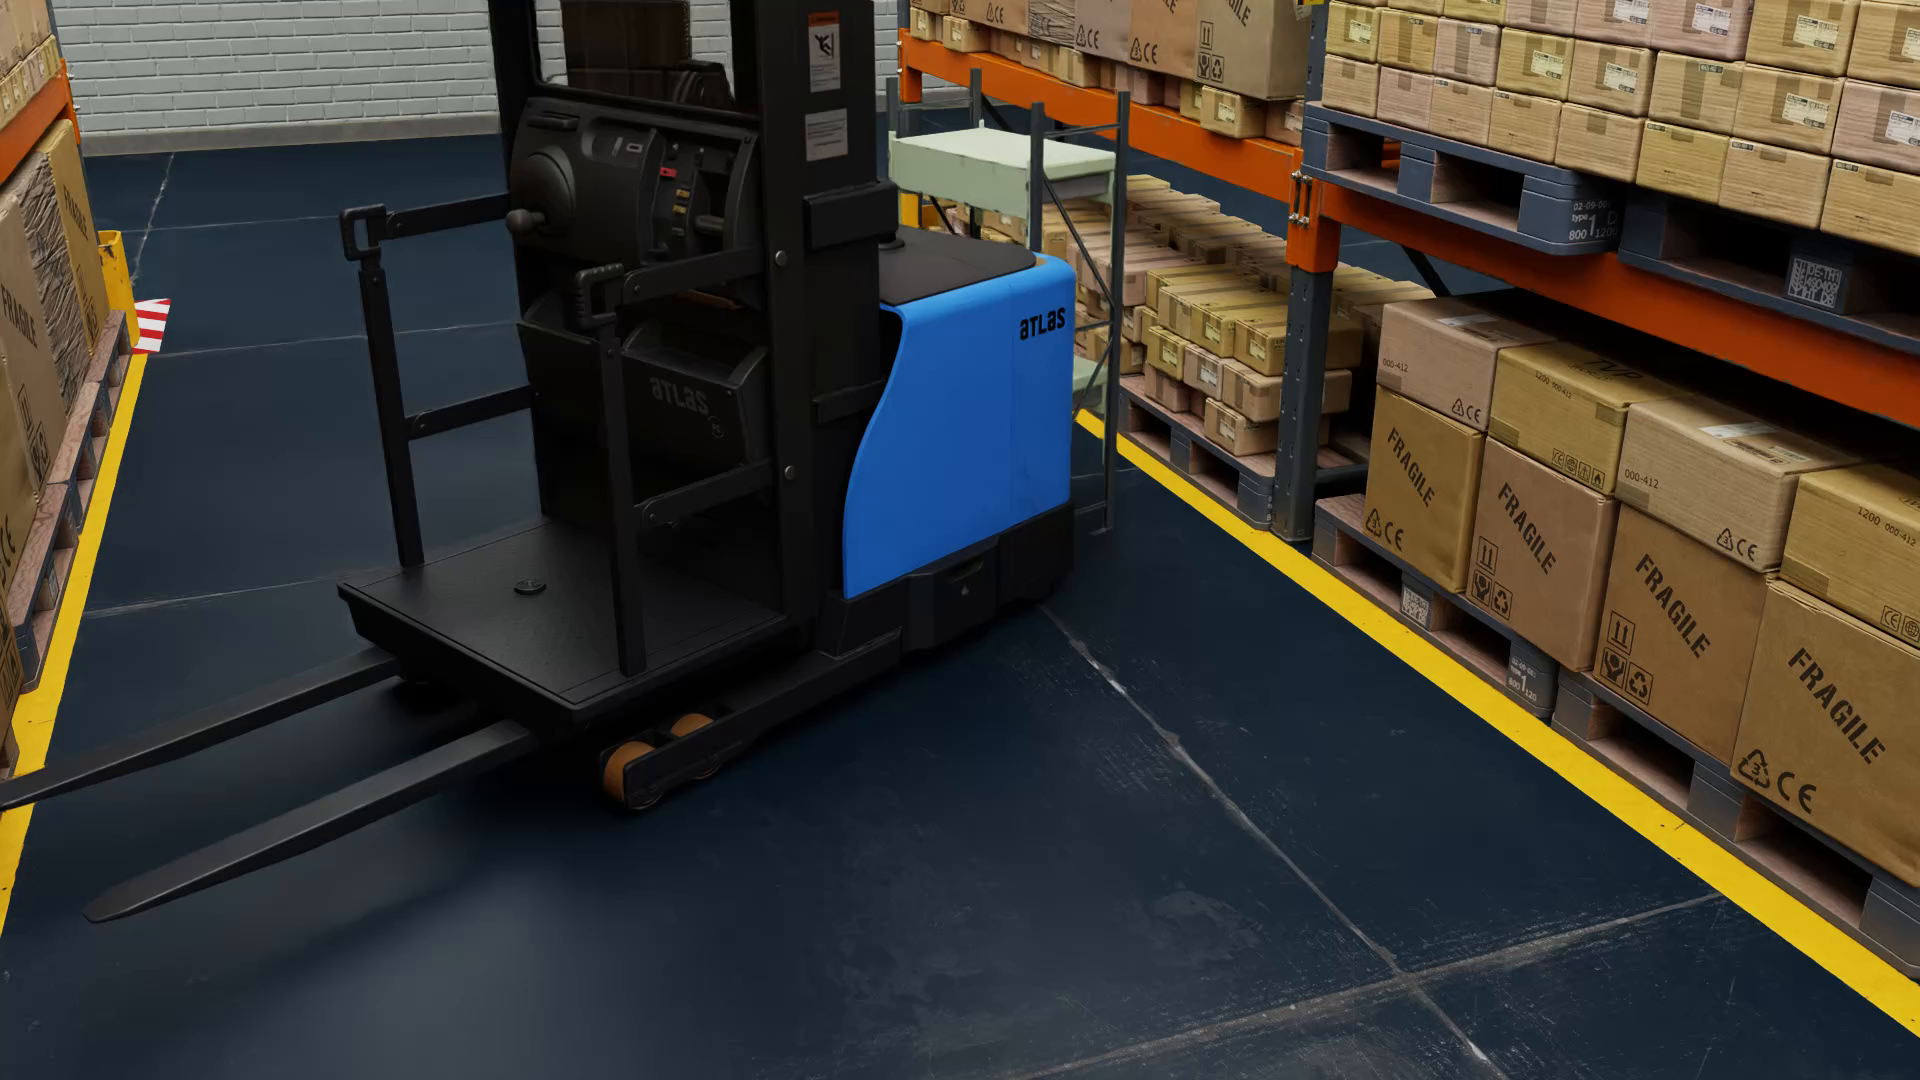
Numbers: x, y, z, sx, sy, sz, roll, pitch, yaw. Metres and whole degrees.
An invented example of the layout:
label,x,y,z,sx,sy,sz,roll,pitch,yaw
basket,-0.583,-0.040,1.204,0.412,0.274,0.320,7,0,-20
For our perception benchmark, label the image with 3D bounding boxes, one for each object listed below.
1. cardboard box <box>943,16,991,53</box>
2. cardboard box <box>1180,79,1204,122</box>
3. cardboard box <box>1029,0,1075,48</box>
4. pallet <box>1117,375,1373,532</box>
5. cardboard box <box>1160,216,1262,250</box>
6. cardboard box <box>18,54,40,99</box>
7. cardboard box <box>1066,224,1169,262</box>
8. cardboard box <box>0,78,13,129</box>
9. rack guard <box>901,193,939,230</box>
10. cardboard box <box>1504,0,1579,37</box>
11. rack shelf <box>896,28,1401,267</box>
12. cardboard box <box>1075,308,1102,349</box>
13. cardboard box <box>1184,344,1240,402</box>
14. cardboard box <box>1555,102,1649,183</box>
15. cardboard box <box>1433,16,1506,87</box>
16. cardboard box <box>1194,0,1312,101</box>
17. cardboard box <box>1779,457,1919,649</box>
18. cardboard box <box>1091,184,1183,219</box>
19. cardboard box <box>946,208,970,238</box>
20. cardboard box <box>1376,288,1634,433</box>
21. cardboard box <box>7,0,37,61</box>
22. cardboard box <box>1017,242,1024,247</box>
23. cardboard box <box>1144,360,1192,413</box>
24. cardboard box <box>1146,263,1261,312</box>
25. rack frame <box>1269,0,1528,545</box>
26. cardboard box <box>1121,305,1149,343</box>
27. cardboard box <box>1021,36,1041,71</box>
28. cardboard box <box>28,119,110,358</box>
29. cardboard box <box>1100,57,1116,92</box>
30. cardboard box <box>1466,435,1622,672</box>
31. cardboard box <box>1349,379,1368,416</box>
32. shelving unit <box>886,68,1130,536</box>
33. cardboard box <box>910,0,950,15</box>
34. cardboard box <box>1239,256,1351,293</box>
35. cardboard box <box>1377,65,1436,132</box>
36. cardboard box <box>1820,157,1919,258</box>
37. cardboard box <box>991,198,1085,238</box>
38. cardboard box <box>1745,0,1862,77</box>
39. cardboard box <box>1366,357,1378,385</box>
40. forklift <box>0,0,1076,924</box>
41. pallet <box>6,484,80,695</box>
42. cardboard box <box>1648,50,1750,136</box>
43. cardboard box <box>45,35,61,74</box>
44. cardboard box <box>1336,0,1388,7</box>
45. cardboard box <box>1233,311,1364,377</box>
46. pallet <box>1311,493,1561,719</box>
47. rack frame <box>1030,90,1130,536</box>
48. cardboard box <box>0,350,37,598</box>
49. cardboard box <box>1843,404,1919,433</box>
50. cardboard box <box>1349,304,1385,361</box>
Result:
label,x,y,z,sx,sy,sz,roll,pitch,yaw
cardboard box,0.140,-2.438,7.997,0.380,0.149,0.250,-9,24,-20
cardboard box,1.020,-1.595,5.996,0.380,0.149,0.250,-7,24,-17
cardboard box,0.619,-2.336,6.918,0.500,0.500,0.500,-9,24,-20
pallet,1.301,-0.410,6.450,1.003,0.211,1.213,-8,24,-19
cardboard box,1.116,-1.334,7.417,0.380,0.149,0.250,-8,24,-19
cardboard box,-3.815,-1.788,6.454,0.380,0.149,0.250,-8,24,-18
cardboard box,0.688,-1.272,7.270,0.380,0.149,0.250,-8,24,-19
cardboard box,-3.544,-1.510,5.793,0.380,0.149,0.250,-8,24,-18
rack guard,0.185,-1.729,9.209,1.175,0.500,0.348,-8,24,-19
cardboard box,1.559,-1.316,4.027,0.380,0.149,0.250,-9,24,-20
rack shelf,0.865,-1.851,7.205,1.077,0.370,4.000,-8,24,-19
cardboard box,0.719,-0.911,7.179,0.380,0.149,0.250,-8,24,-18
cardboard box,1.056,-0.640,6.153,0.380,0.149,0.250,-10,25,-22
cardboard box,1.647,-0.952,3.929,0.380,0.149,0.250,-9,25,-21
cardboard box,1.465,-1.276,4.316,0.380,0.149,0.250,-8,24,-18
cardboard box,1.136,-1.775,5.589,0.500,0.500,0.500,-8,24,-19
cardboard box,2.144,0.029,3.530,0.500,0.250,0.500,-8,24,-18
cardboard box,0.860,-1.626,8.111,0.380,0.149,0.250,-9,25,-21
cardboard box,0.147,-1.593,8.414,0.380,0.149,0.250,-8,24,-19
cardboard box,1.586,-0.538,4.876,0.500,0.250,0.500,-9,25,-21
cardboard box,-3.919,-2.009,6.464,0.500,0.250,0.500,-9,24,-20
cardboard box,0.488,-1.325,7.777,0.380,0.149,0.250,-10,25,-22
cardboard box,0.947,-0.624,6.498,0.380,0.149,0.250,-9,25,-21
cardboard box,0.962,-0.985,6.588,0.380,0.149,0.250,-8,24,-17
rack frame,1.572,-1.455,5.341,1.000,3.000,0.127,-8,24,-19
cardboard box,0.839,-0.929,6.839,0.380,0.149,0.250,-8,24,-18
cardboard box,0.493,-2.168,7.354,0.380,0.149,0.250,-9,24,-20
cardboard box,-4.216,-1.258,7.067,0.875,0.875,0.875,-8,24,-19
cardboard box,0.788,-1.887,6.688,0.380,0.149,0.250,-9,24,-20
cardboard box,1.773,0.000,4.566,0.500,0.500,0.500,-7,24,-17
cardboard box,1.650,-0.608,6.461,0.380,0.149,0.250,-8,24,-17
shelving unit,0.145,-0.791,5.696,0.431,1.500,0.755,-18,29,-36
cardboard box,0.059,-2.891,8.235,0.500,0.500,0.500,-7,24,-16
cardboard box,1.353,-1.048,6.738,0.380,0.149,0.250,-9,24,-20
cardboard box,1.384,-1.227,4.582,0.380,0.149,0.250,-8,24,-18
cardboard box,1.932,-0.663,3.243,0.380,0.149,0.250,-8,24,-17
cardboard box,0.370,-1.554,7.939,0.380,0.149,0.250,-10,25,-22
cardboard box,1.837,-1.034,3.358,0.380,0.149,0.250,-8,24,-17
cardboard box,1.743,-0.648,6.172,0.380,0.149,0.250,-7,24,-17
forklift,-0.991,-0.900,4.112,1.130,2.935,3.031,19,29,38
pallet,-3.300,0.186,5.036,1.003,0.211,1.213,-8,24,-19
cardboard box,1.749,-0.988,3.632,0.380,0.149,0.250,-9,24,-20
cardboard box,-4.083,-2.065,7.111,0.380,0.149,0.250,-8,24,-18
cardboard box,1.280,-1.601,4.703,0.380,0.149,0.250,-7,24,-16
cardboard box,1.202,-0.703,5.919,0.380,0.149,0.250,-8,24,-17
pallet,1.848,0.112,5.212,1.003,0.211,1.213,-8,24,-19
rack frame,0.377,-0.681,5.435,0.400,1.500,0.023,-18,29,-36
cardboard box,-3.263,-0.277,4.740,0.875,0.875,0.875,-8,24,-19
cardboard box,2.440,-0.228,4.141,0.500,0.250,0.500,-9,25,-21
cardboard box,1.644,-0.763,6.062,0.380,0.149,0.250,-7,24,-17
